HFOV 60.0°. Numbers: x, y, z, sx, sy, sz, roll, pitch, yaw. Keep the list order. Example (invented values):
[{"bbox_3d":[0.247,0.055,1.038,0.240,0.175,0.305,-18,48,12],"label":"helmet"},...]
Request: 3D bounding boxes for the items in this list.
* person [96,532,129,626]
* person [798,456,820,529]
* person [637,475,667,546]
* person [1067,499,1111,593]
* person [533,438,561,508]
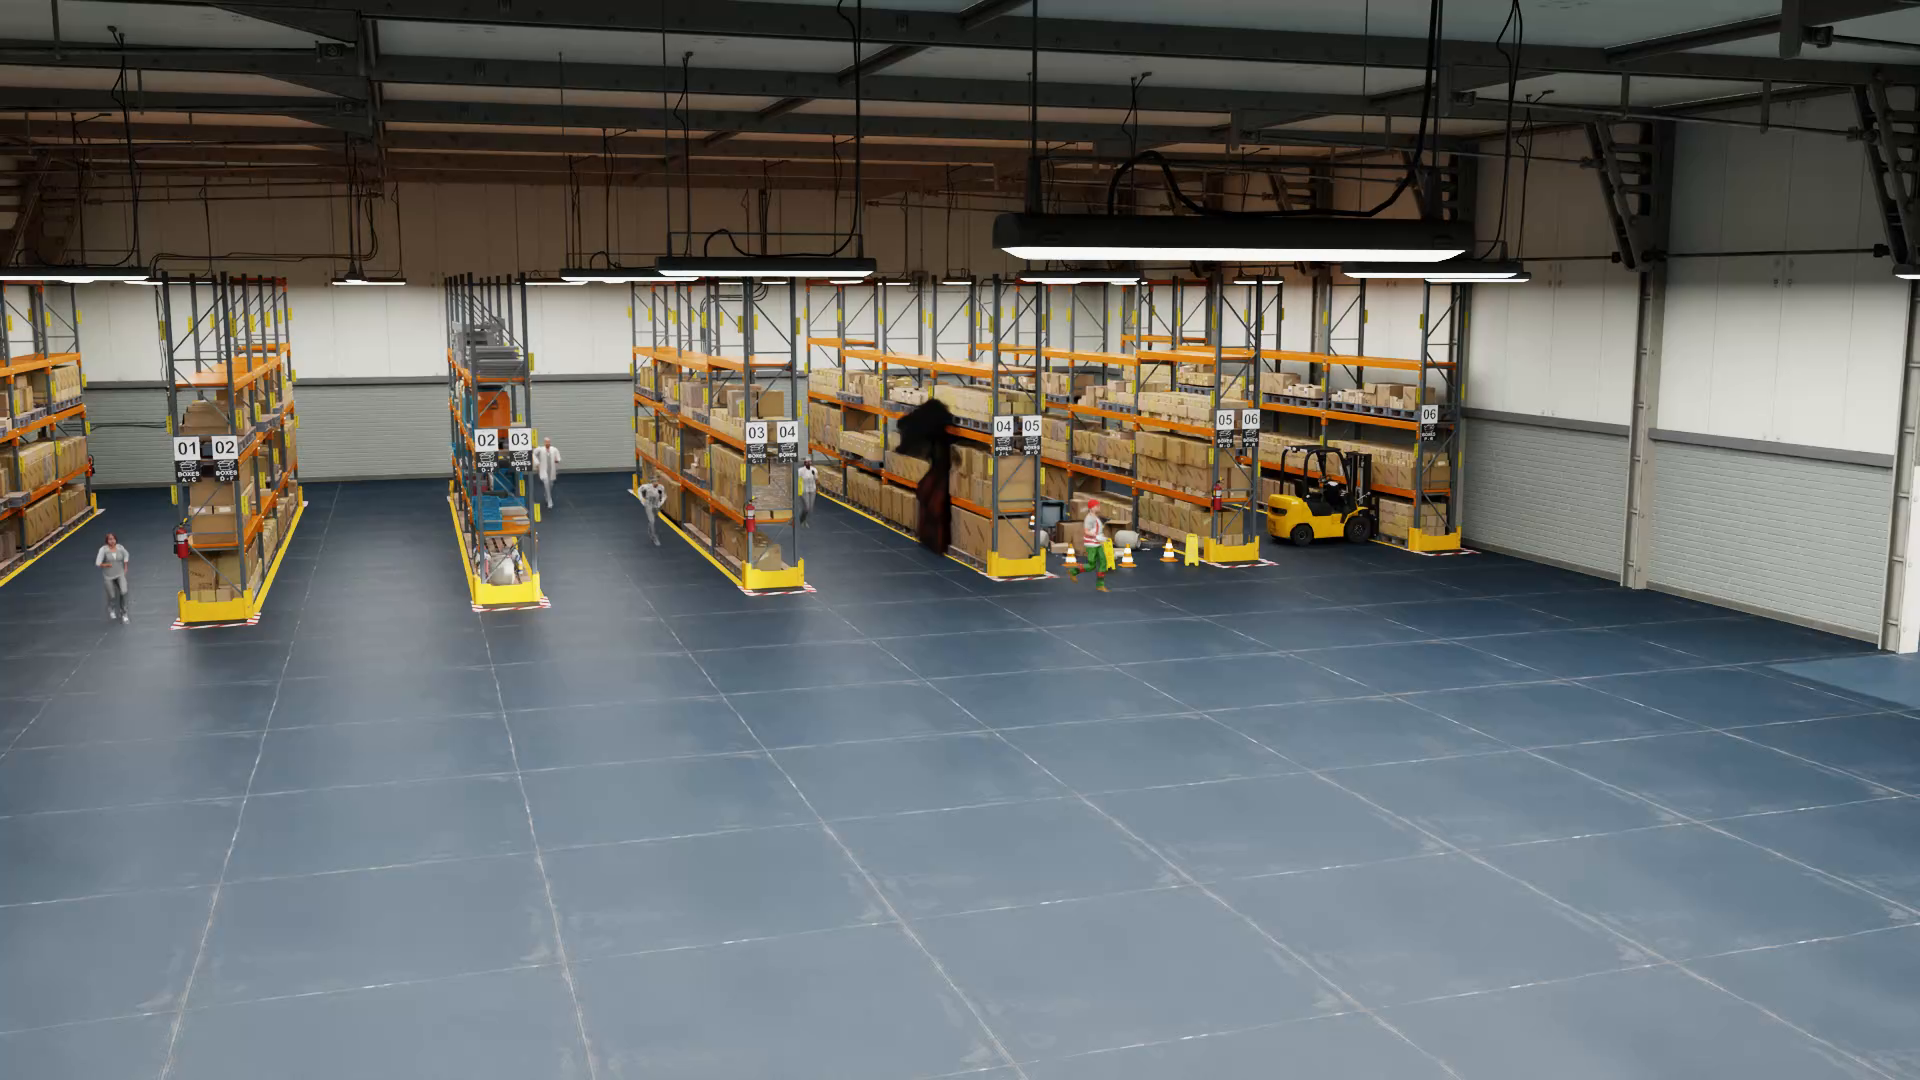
[{"bbox_3d":[-14.512,0.656,28.528,0.548,1.609,0.764,-6,10,-34],"label":"person"},{"bbox_3d":[-3.440,-1.079,37.855,0.561,1.703,0.573,-4,9,-23],"label":"person"},{"bbox_3d":[-6.959,-0.694,37.557,0.656,1.627,0.980,-3,9,-20],"label":"person"},{"bbox_3d":[2.475,0.109,31.634,0.866,1.788,0.666,3,9,20],"label":"person"},{"bbox_3d":[-10.914,-1.806,44.039,0.691,1.801,0.994,-5,10,-27],"label":"person"}]
